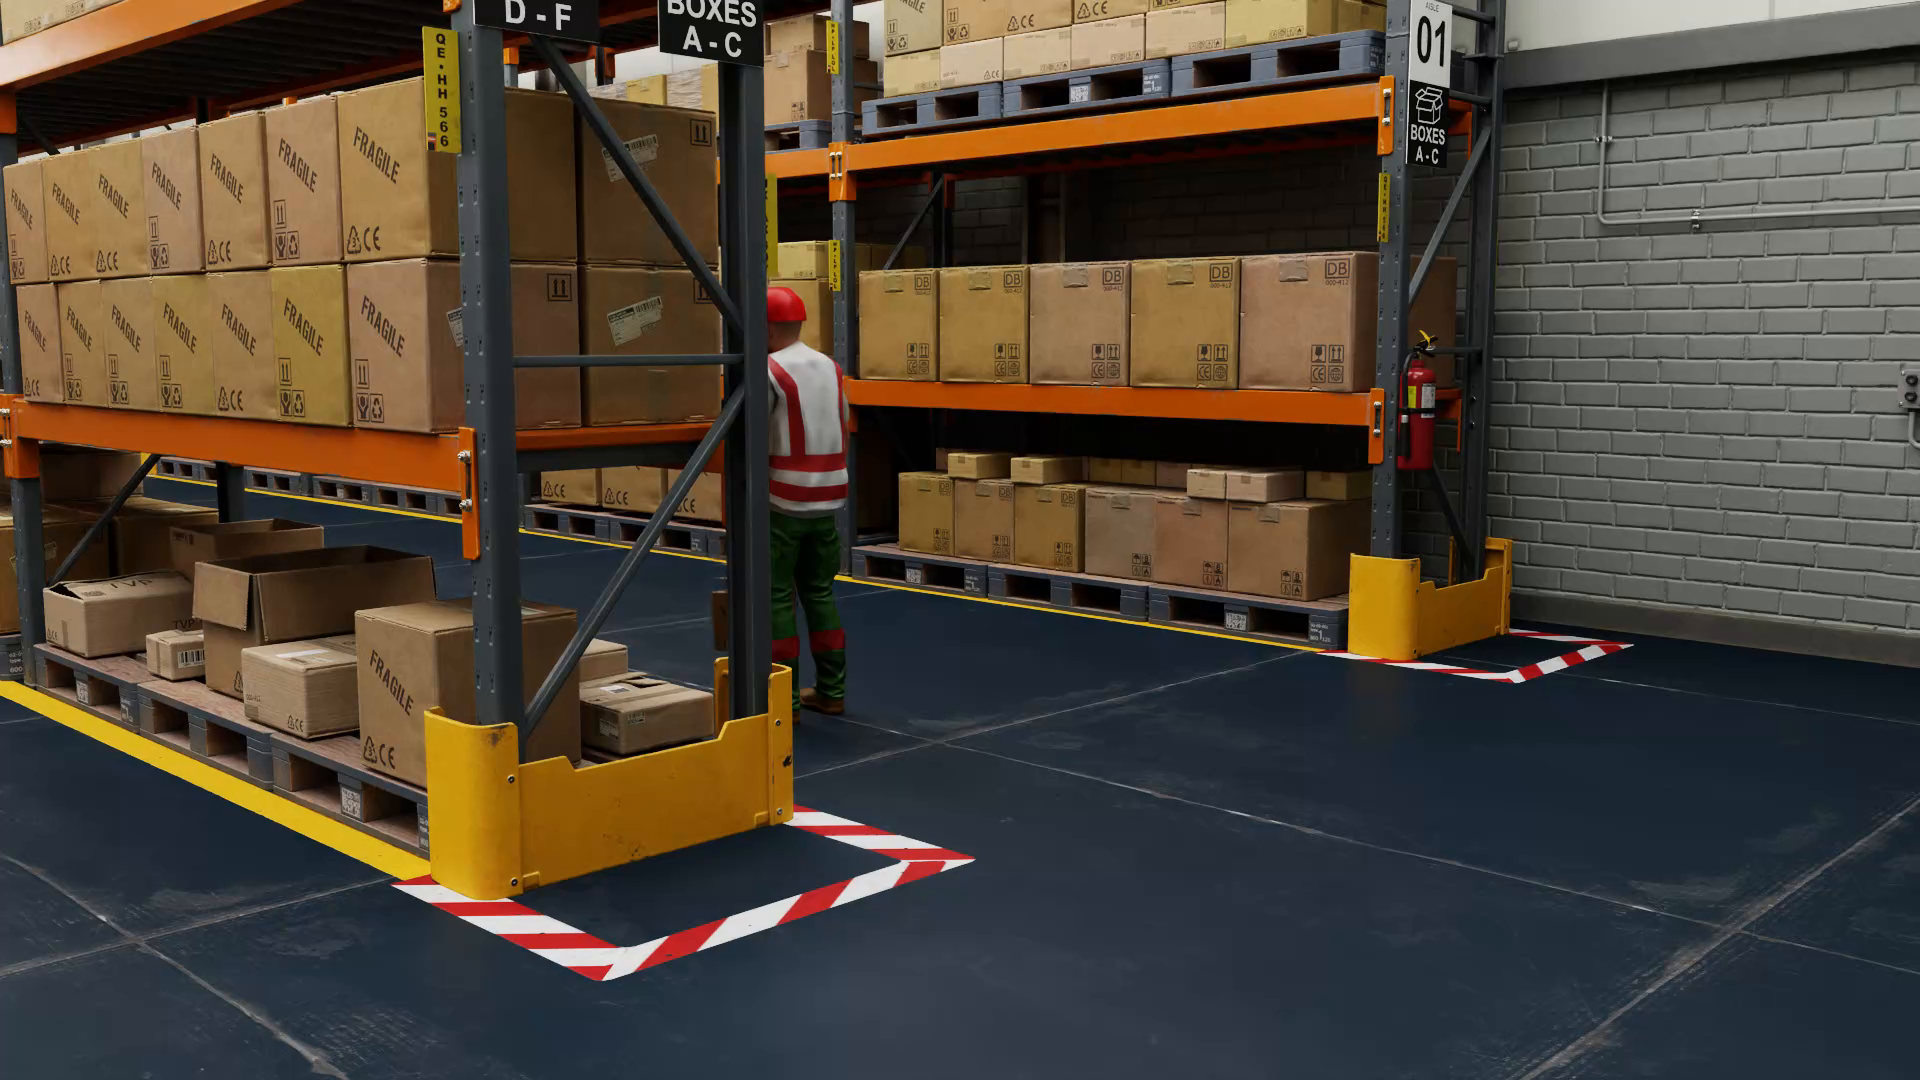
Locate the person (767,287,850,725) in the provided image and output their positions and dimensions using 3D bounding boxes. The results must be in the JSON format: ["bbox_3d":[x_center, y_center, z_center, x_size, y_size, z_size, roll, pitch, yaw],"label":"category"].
[{"bbox_3d":[-0.690,-0.143,6.852,0.427,1.783,0.558,6,9,42],"label":"person"}]
